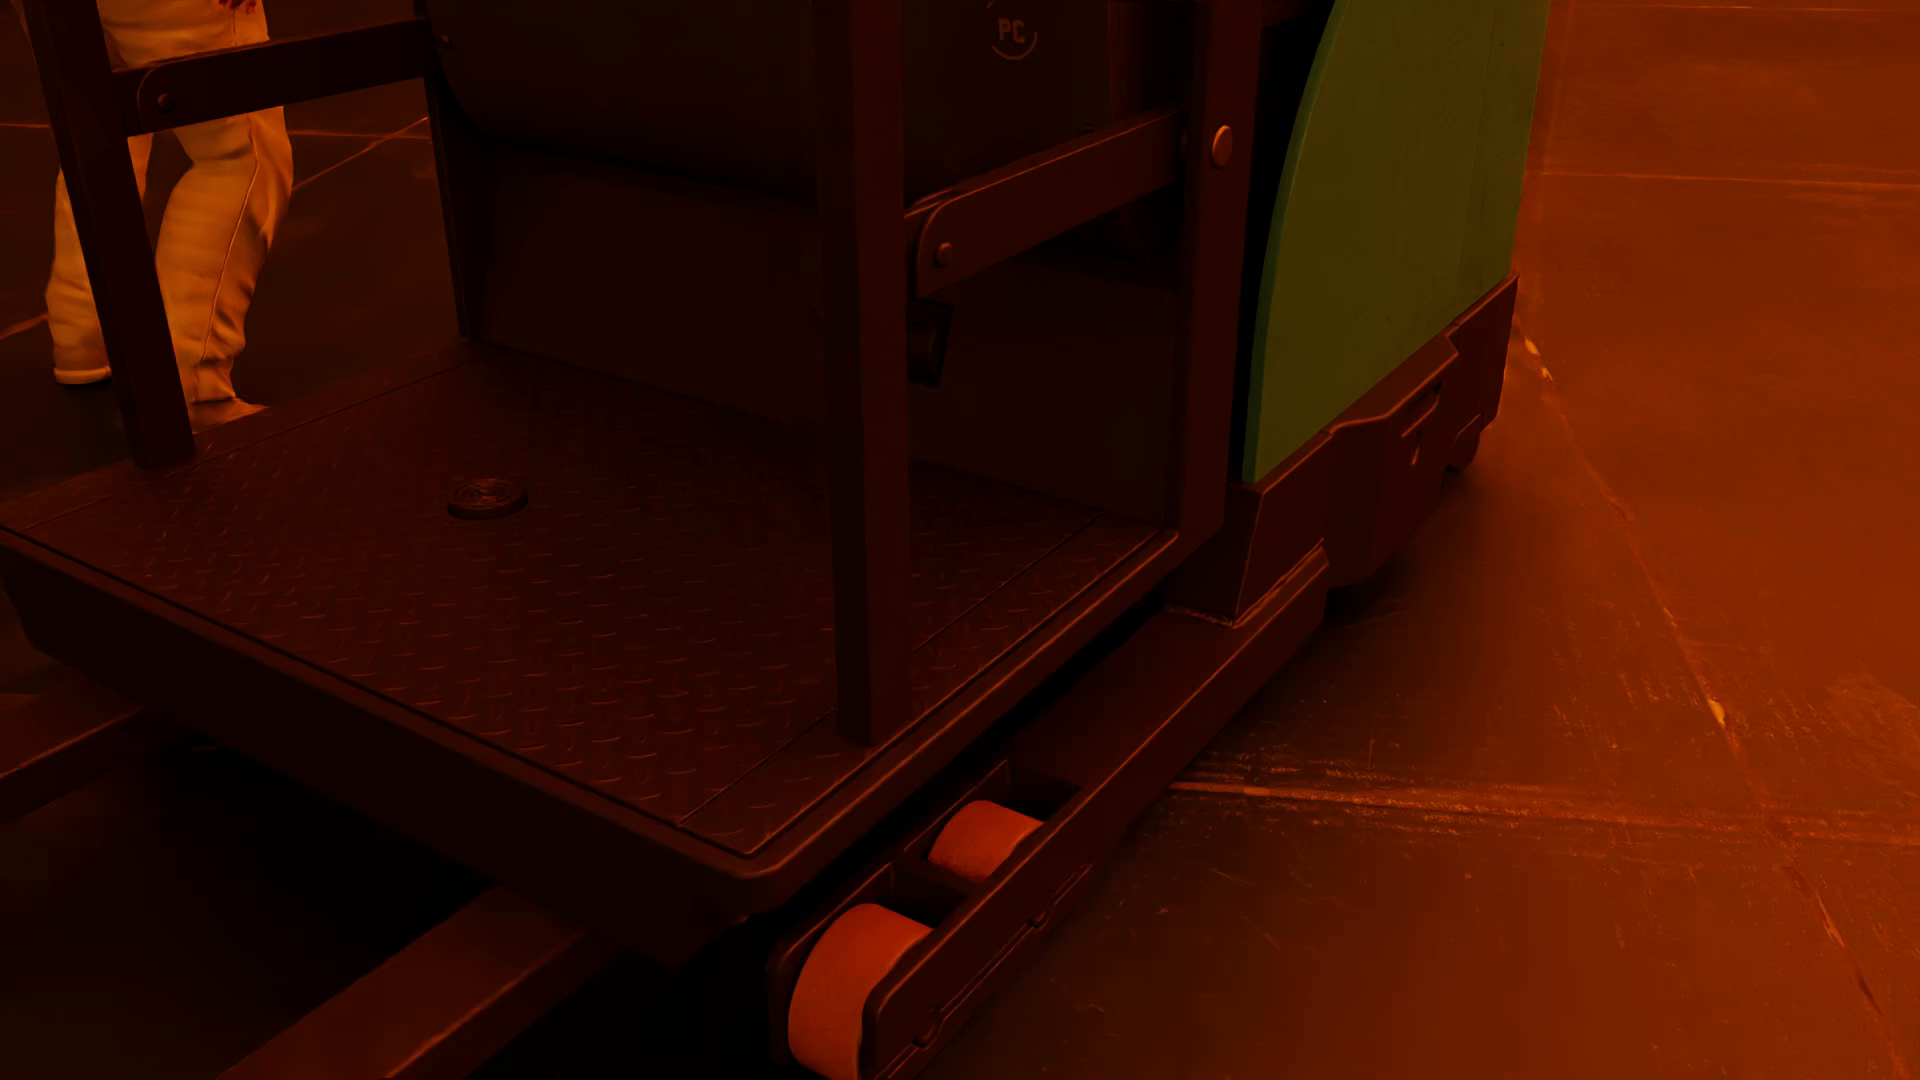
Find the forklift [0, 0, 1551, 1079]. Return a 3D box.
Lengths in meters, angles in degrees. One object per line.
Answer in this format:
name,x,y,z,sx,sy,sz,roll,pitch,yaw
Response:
forklift,-0.336,-1.054,1.330,1.130,2.935,3.031,17,31,30

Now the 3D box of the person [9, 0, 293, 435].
person,-1.390,-0.965,2.703,0.817,1.652,0.498,13,29,25
